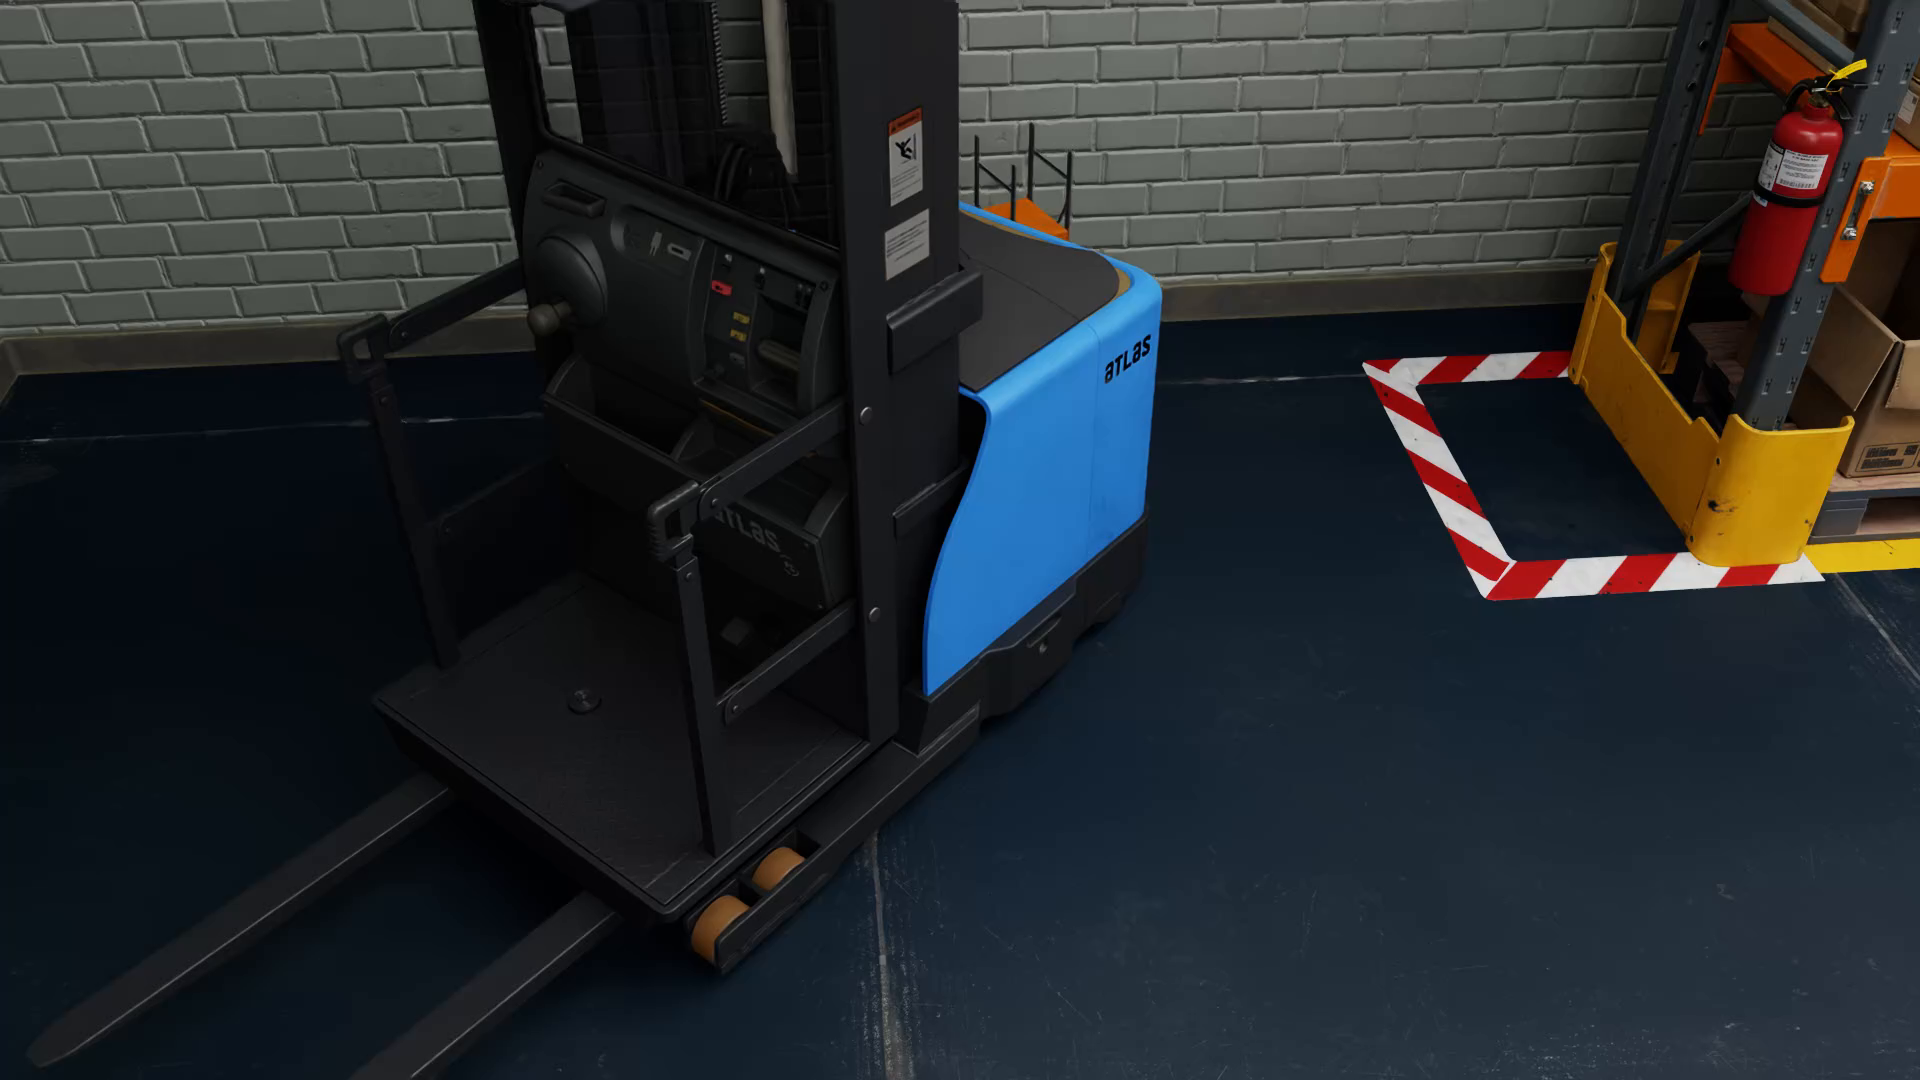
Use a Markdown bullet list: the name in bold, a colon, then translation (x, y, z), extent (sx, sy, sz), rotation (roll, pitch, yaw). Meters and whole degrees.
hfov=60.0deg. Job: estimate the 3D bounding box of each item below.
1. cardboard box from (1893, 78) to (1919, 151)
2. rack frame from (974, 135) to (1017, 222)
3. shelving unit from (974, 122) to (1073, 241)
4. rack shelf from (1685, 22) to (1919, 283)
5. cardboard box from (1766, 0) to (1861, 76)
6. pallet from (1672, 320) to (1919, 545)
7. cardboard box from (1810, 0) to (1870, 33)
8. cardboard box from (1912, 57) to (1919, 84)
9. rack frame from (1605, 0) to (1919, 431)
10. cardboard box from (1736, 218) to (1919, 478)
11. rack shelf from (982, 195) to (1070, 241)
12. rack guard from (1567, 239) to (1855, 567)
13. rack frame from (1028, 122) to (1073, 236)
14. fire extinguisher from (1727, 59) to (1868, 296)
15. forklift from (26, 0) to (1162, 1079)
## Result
- **cardboard box**: translation (2.689, -1.206, 4.559), extent (0.250, 0.149, 0.380), rotation (-3, 38, -4)
- **rack frame**: translation (0.100, -0.632, 5.082), extent (0.006, 1.200, 0.240), rotation (-18, 42, -21)
- **shelving unit**: translation (0.181, -0.658, 5.115), extent (0.189, 1.200, 0.258), rotation (-18, 42, -21)
- **rack shelf**: translation (4.330, -1.283, 5.035), extent (4.000, 0.370, 1.077), rotation (-3, 38, -4)
- **cardboard box**: translation (2.644, -1.541, 4.984), extent (0.250, 0.149, 0.380), rotation (-4, 38, -4)
- **pallet**: translation (3.207, -0.409, 5.599), extent (1.213, 0.211, 1.003), rotation (-3, 38, -4)
- **cardboard box**: translation (2.772, -1.702, 4.867), extent (0.500, 0.250, 0.500), rotation (-2, 38, -3)
- **cardboard box**: translation (2.813, -1.372, 4.448), extent (0.500, 0.250, 0.500), rotation (-3, 38, -4)
- **rack frame**: translation (2.338, -1.456, 4.673), extent (0.127, 3.000, 1.000), rotation (-3, 38, -4)
- **cardboard box**: translation (2.955, -0.616, 5.285), extent (0.637, 0.503, 0.797), rotation (-5, 39, -6)
- **rack shelf**: translation (0.181, -0.906, 4.920), extent (0.180, 0.103, 0.258), rotation (-18, 42, -21)
- **rack guard**: translation (2.413, -0.478, 5.453), extent (0.348, 0.500, 1.175), rotation (-3, 38, -4)
- **rack frame**: translation (0.262, -0.685, 5.149), extent (0.006, 1.200, 0.240), rotation (-18, 42, -21)
- **fire extinguisher**: translation (2.232, -0.986, 4.441), extent (0.183, 0.674, 0.296), rotation (-3, 38, -4)
- **forklift**: translation (-0.764, -0.488, 3.502), extent (1.130, 2.935, 3.031), rotation (27, 45, 30)
